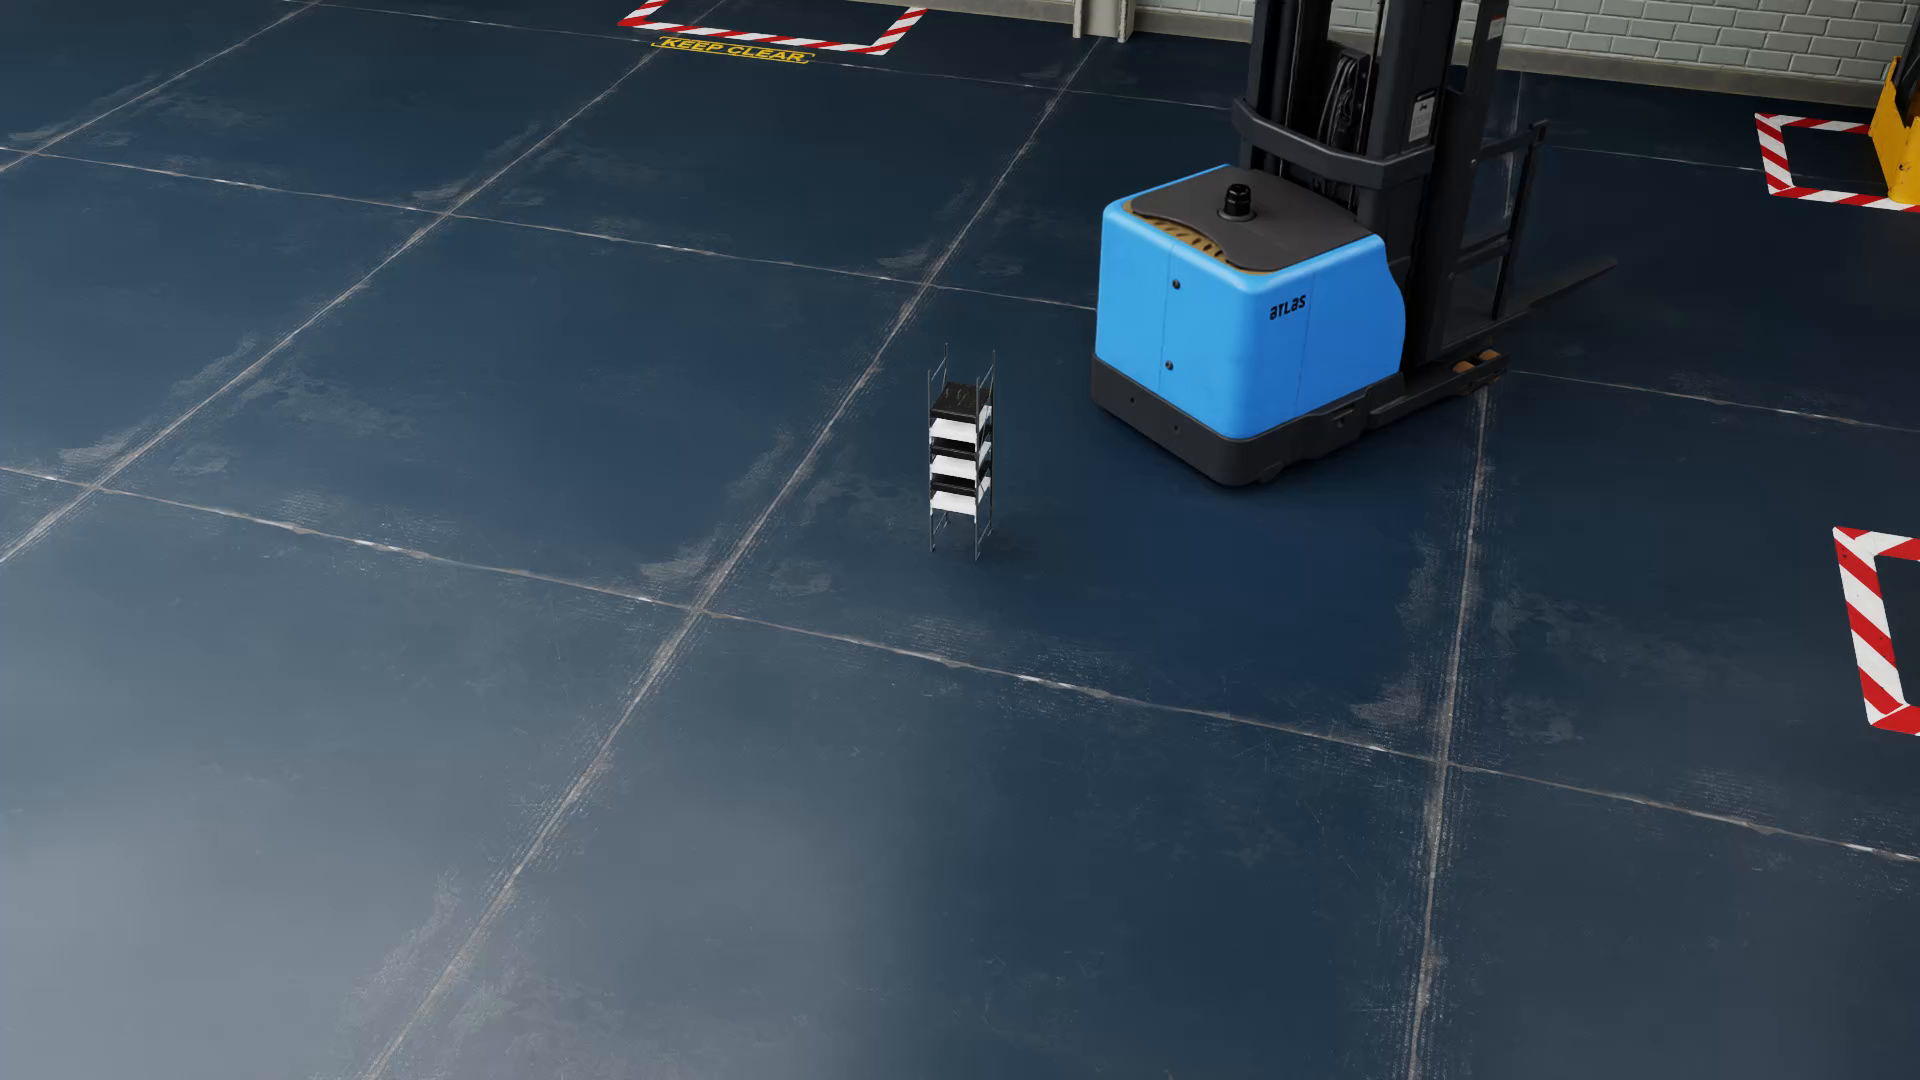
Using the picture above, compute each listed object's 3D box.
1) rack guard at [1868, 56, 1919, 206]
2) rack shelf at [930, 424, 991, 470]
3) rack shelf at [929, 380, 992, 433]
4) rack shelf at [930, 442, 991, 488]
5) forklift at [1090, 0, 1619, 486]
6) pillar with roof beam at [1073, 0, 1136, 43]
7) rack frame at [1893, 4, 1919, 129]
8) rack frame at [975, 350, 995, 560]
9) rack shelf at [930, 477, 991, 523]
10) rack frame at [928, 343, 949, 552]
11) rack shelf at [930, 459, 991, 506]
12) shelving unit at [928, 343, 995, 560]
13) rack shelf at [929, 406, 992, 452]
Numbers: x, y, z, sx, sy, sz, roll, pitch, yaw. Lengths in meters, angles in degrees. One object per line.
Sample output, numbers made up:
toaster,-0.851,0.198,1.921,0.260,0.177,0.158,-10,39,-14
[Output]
rack guard,5.943,-2.536,10.274,0.348,0.500,1.175,10,38,14
rack shelf,0.008,-0.407,6.948,0.200,0.077,0.258,10,38,14
rack shelf,0.008,-0.552,6.841,0.200,0.077,0.258,10,38,14
rack shelf,0.008,-0.334,7.001,0.200,0.077,0.258,10,38,14
forklift,2.118,-2.122,7.660,3.031,2.935,1.130,-24,42,-29
pillar with roof beam,-0.215,-4.963,6.401,0.400,9.000,9.100,10,38,14
rack frame,5.870,-3.556,9.551,0.127,3.000,1.000,10,38,14
rack frame,0.105,-0.343,6.957,0.006,0.900,0.240,10,38,14
rack shelf,0.008,-0.189,7.108,0.200,0.077,0.258,10,38,14
rack frame,-0.089,-0.379,7.006,0.006,0.900,0.240,10,38,14
rack shelf,0.008,-0.262,7.054,0.200,0.077,0.258,10,38,14
shelving unit,0.008,-0.361,6.981,0.210,0.900,0.258,10,38,14
rack shelf,0.008,-0.479,6.894,0.200,0.077,0.258,10,38,14
